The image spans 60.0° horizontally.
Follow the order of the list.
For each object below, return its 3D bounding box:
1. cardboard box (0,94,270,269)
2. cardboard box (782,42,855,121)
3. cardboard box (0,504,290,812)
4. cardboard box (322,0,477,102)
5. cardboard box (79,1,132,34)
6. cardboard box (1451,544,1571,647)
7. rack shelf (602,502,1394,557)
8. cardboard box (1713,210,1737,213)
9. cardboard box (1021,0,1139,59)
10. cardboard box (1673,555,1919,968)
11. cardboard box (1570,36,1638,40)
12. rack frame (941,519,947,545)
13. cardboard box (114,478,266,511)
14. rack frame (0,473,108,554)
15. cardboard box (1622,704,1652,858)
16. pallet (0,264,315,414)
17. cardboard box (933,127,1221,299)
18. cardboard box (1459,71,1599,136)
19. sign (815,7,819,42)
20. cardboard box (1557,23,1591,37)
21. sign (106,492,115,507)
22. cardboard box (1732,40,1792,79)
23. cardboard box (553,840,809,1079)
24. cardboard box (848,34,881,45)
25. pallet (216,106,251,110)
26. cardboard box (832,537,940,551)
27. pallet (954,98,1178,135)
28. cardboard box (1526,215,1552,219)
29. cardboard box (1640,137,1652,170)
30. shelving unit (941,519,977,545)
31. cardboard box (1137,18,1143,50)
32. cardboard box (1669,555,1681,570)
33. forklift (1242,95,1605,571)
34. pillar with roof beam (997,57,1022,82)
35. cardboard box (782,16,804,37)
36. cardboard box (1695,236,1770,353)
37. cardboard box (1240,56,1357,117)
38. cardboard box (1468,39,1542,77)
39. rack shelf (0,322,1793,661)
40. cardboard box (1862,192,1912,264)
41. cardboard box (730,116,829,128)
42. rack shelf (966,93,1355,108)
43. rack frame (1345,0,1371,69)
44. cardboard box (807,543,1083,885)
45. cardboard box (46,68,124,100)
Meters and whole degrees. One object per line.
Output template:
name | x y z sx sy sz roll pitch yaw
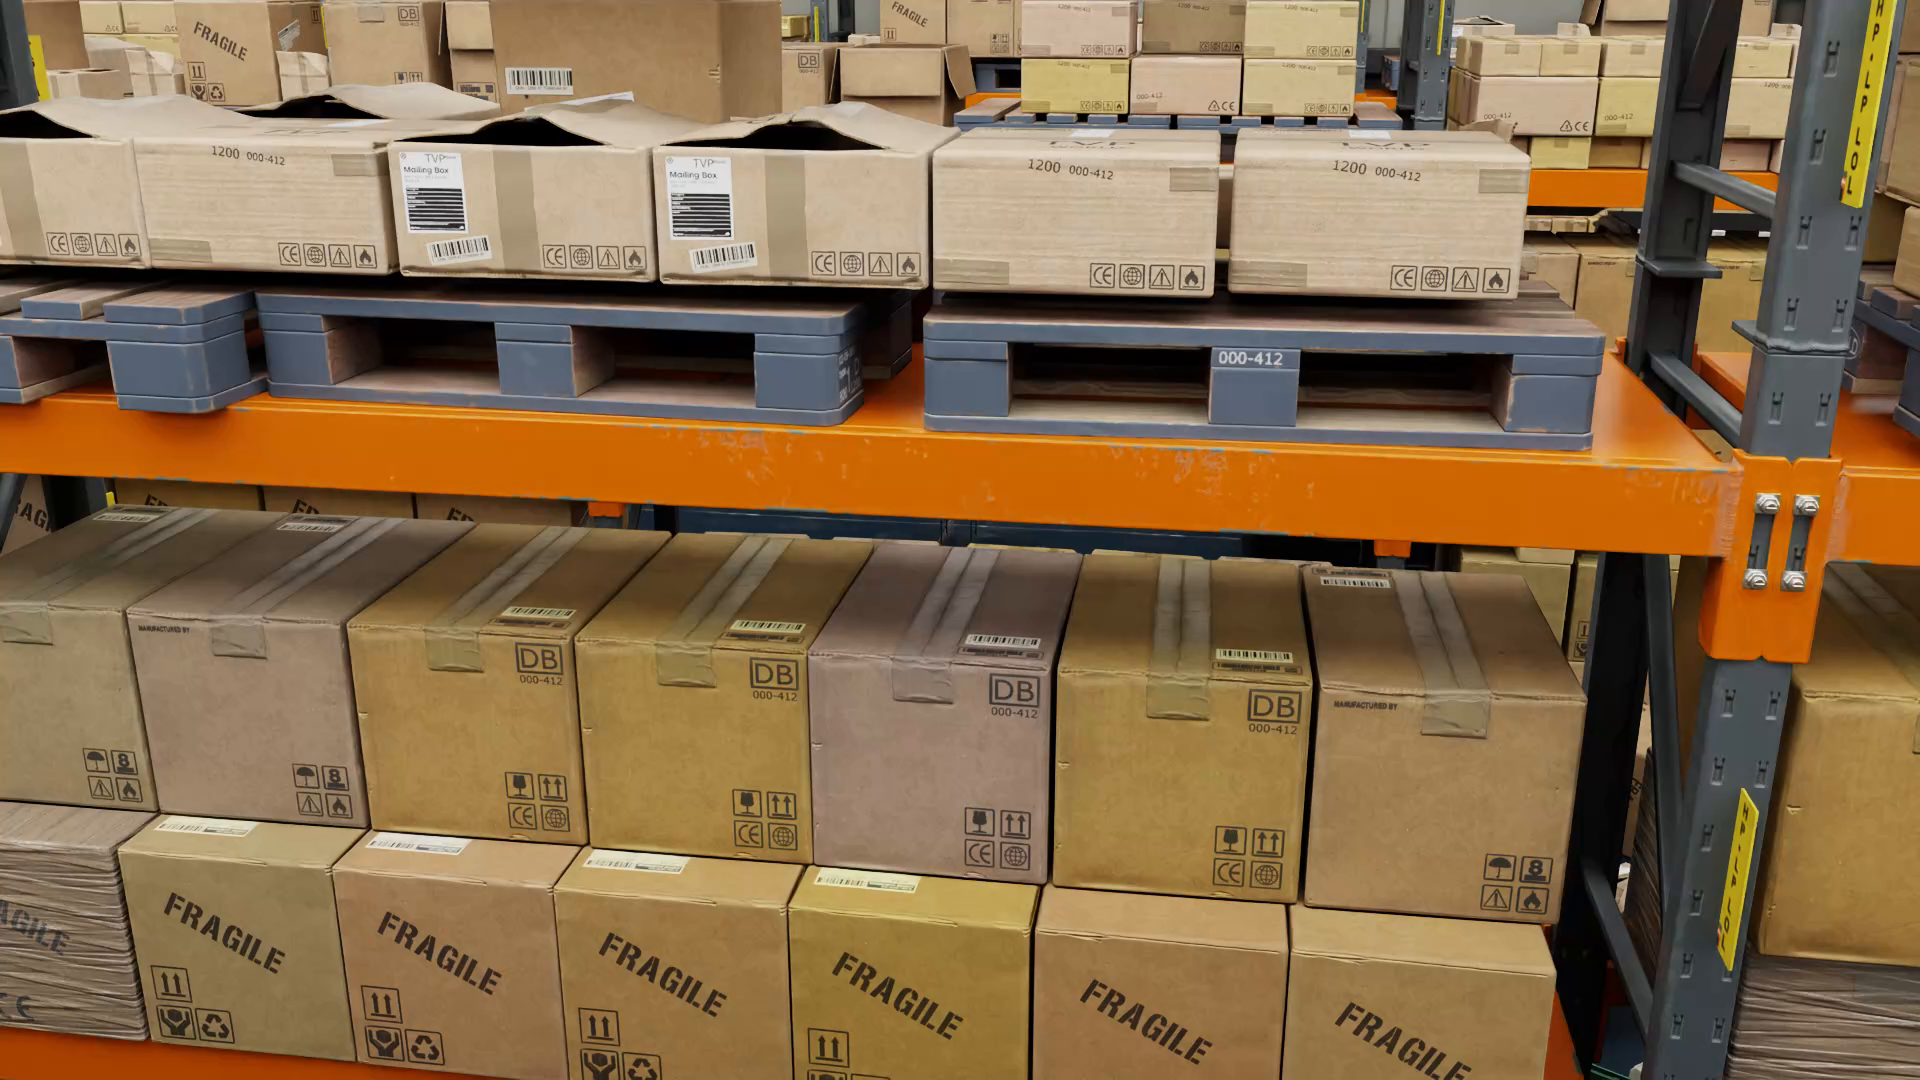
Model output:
cardboard box | -1.780 -0.764 3.451 0.500 0.311 0.500 3 19 9
cardboard box | -0.840 -2.217 8.317 0.500 0.500 0.700 3 19 9
cardboard box | -2.018 0.262 4.059 0.500 0.500 0.700 3 19 8
cardboard box | -2.782 -2.457 8.373 0.500 0.500 0.700 2 19 6
cardboard box | -6.989 -4.309 13.707 0.500 0.250 0.500 3 19 10
cardboard box | 2.715 0.267 8.268 0.500 0.500 0.500 4 19 11
rack shelf | 0.200 -0.356 8.774 4.000 0.370 1.077 3 19 9
cardboard box | 5.501 -2.420 12.160 0.250 0.149 0.380 3 19 10
cardboard box | 0.572 -2.418 7.861 0.500 0.250 0.500 3 19 10
cardboard box | 1.849 0.405 3.426 0.550 0.550 0.875 3 19 9
cardboard box | 3.034 -2.300 7.863 0.250 0.149 0.380 3 19 10
rack frame | -0.108 -0.432 11.177 0.006 0.900 0.240 3 19 9
cardboard box | -4.206 -0.142 9.686 0.875 0.875 0.875 3 19 10
rack frame | -2.460 0.758 4.311 0.127 3.000 1.000 3 19 9
cardboard box | 3.017 1.068 7.320 0.500 0.500 0.500 -15 24 -38
pallet | -1.816 -0.559 3.817 1.003 0.211 1.213 4 19 11
cardboard box | 0.236 -0.632 3.154 0.500 0.250 0.500 3 19 8
cardboard box | 2.566 -1.981 7.537 0.500 0.250 0.500 3 19 7
sign | -1.079 -3.851 12.543 0.005 0.325 0.100 3 19 9
cardboard box | 4.376 -3.587 11.962 0.258 0.266 0.396 2 19 7
sign | -2.375 0.035 4.647 0.005 0.325 0.100 3 19 9
cardboard box | 3.463 -2.122 7.329 0.250 0.149 0.380 2 19 7
cardboard box | -0.567 0.894 3.747 0.500 0.500 0.500 3 19 8
cardboard box | -0.694 -3.799 12.751 0.250 0.166 0.380 3 19 9
pallet | -3.523 -2.202 8.727 1.213 0.211 1.003 4 19 11
cardboard box | -0.488 0.315 9.113 0.625 0.372 0.950 3 19 8
pallet | 0.558 -2.046 8.258 1.003 0.211 1.213 3 19 9
cardboard box | 4.251 -2.494 12.382 0.250 0.149 0.380 3 19 8
cardboard box | 3.197 -1.774 7.546 0.250 0.149 0.380 3 19 10
shelving unit | -0.008 -0.427 11.162 0.210 0.900 0.258 3 19 9
cardboard box | 1.448 -3.777 12.459 0.500 0.311 0.500 2 19 7
cardboard box | 3.336 0.010 8.014 0.250 0.149 0.380 4 19 11
forklift | 3.366 -1.227 10.350 3.031 2.935 1.130 3 19 7
pillar with roof beam | -0.243 -4.066 9.274 0.400 9.000 9.100 3 19 9
cardboard box | -1.377 -3.959 12.821 0.250 0.149 0.380 4 19 10
cardboard box | 3.567 -1.103 7.670 0.500 0.500 0.700 3 19 7
cardboard box | 1.575 -2.131 7.792 0.500 0.250 0.500 3 19 8
cardboard box | 2.434 -2.160 7.443 0.250 0.149 0.380 3 19 8
rack shelf | -0.485 -0.223 3.648 4.000 0.370 1.077 3 19 9
cardboard box | 1.900 -0.672 3.435 0.250 0.149 0.380 3 19 8
cardboard box | -0.324 -0.807 3.652 0.258 0.266 0.396 3 19 9
rack shelf | 0.984 -3.334 12.946 4.000 0.370 1.077 3 19 9
rack frame | 2.959 -4.997 12.055 0.127 3.000 1.000 3 19 9
cardboard box | -0.008 0.364 3.755 0.500 0.500 0.700 3 19 9
cardboard box | -4.530 -2.337 8.539 0.250 0.166 0.380 2 19 5
